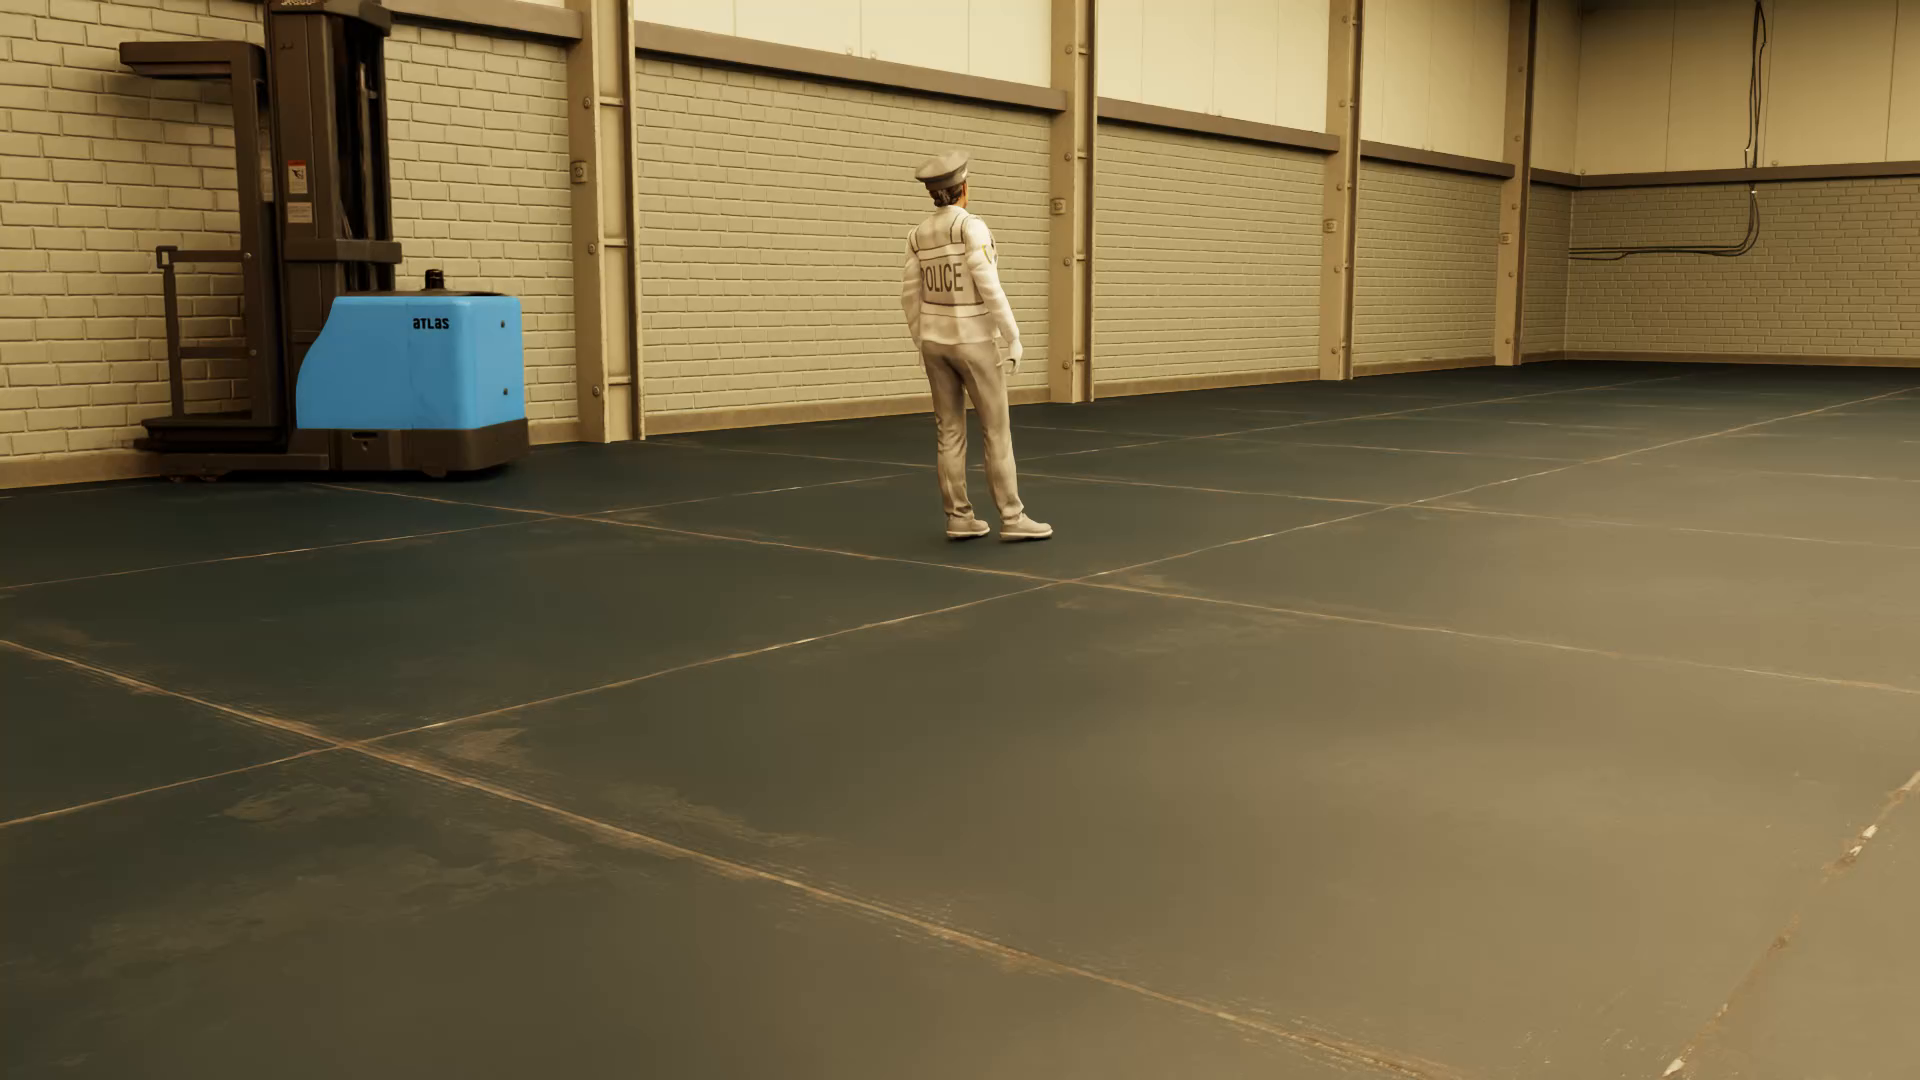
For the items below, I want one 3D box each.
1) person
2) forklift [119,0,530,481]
[{"bbox_3d":[0.049,-0.853,7.330,0.586,1.694,0.530,7,11,38],"label":"person"},{"bbox_3d":[-4.279,-1.869,10.055,3.031,2.935,1.130,1,8,4],"label":"forklift"}]
